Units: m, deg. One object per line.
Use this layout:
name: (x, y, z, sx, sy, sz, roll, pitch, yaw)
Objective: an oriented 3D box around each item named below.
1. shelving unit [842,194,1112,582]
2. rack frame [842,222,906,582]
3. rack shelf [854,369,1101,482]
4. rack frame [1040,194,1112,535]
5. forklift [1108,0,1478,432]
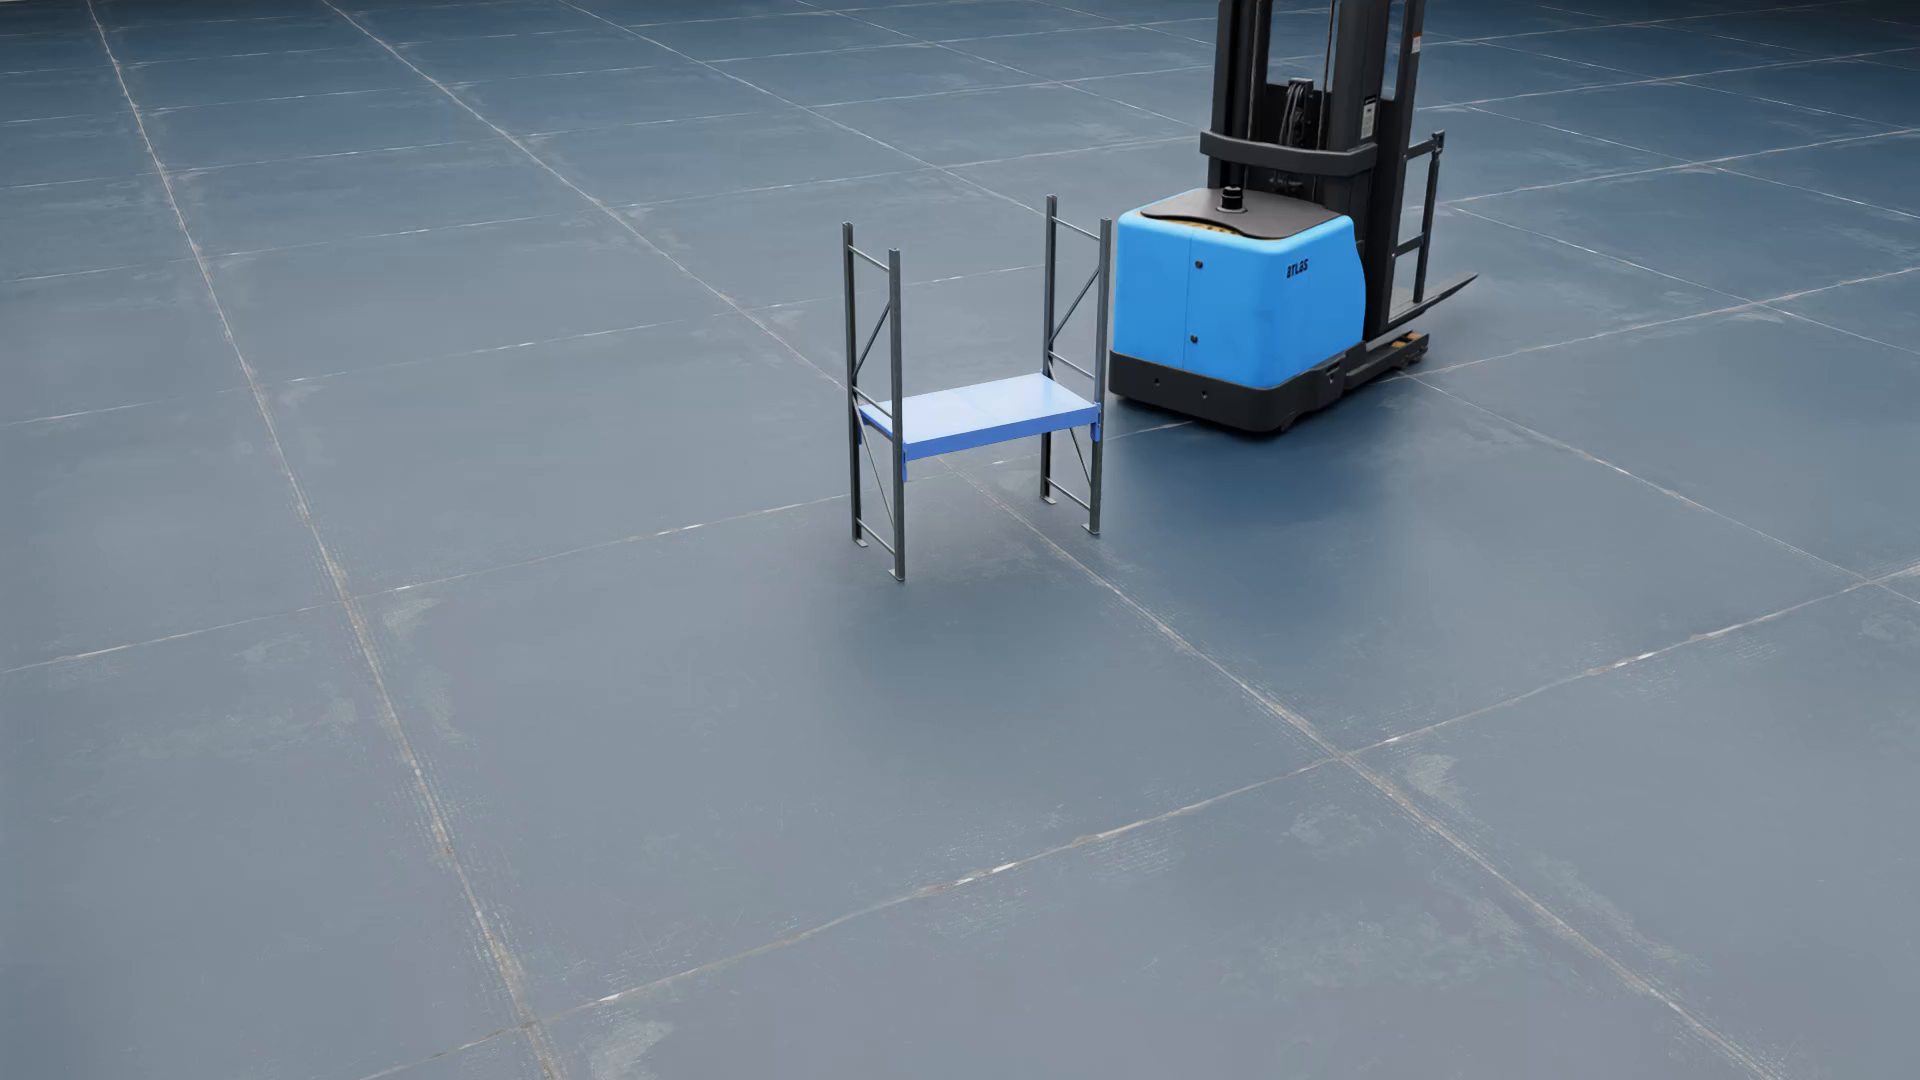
shelving unit: (0.075, -0.693, 7.462, 1.048, 1.500, 0.538, -13, 29, -25)
rack frame: (-0.373, -0.590, 7.246, 0.032, 1.500, 0.500, -13, 29, -25)
rack shelf: (0.075, -0.531, 7.539, 1.000, 0.185, 0.538, -13, 29, -25)
rack frame: (0.524, -0.797, 7.677, 0.032, 1.500, 0.500, -13, 29, -25)
forklift: (2.163, -2.455, 9.477, 1.130, 2.935, 3.031, 20, 32, 35)
